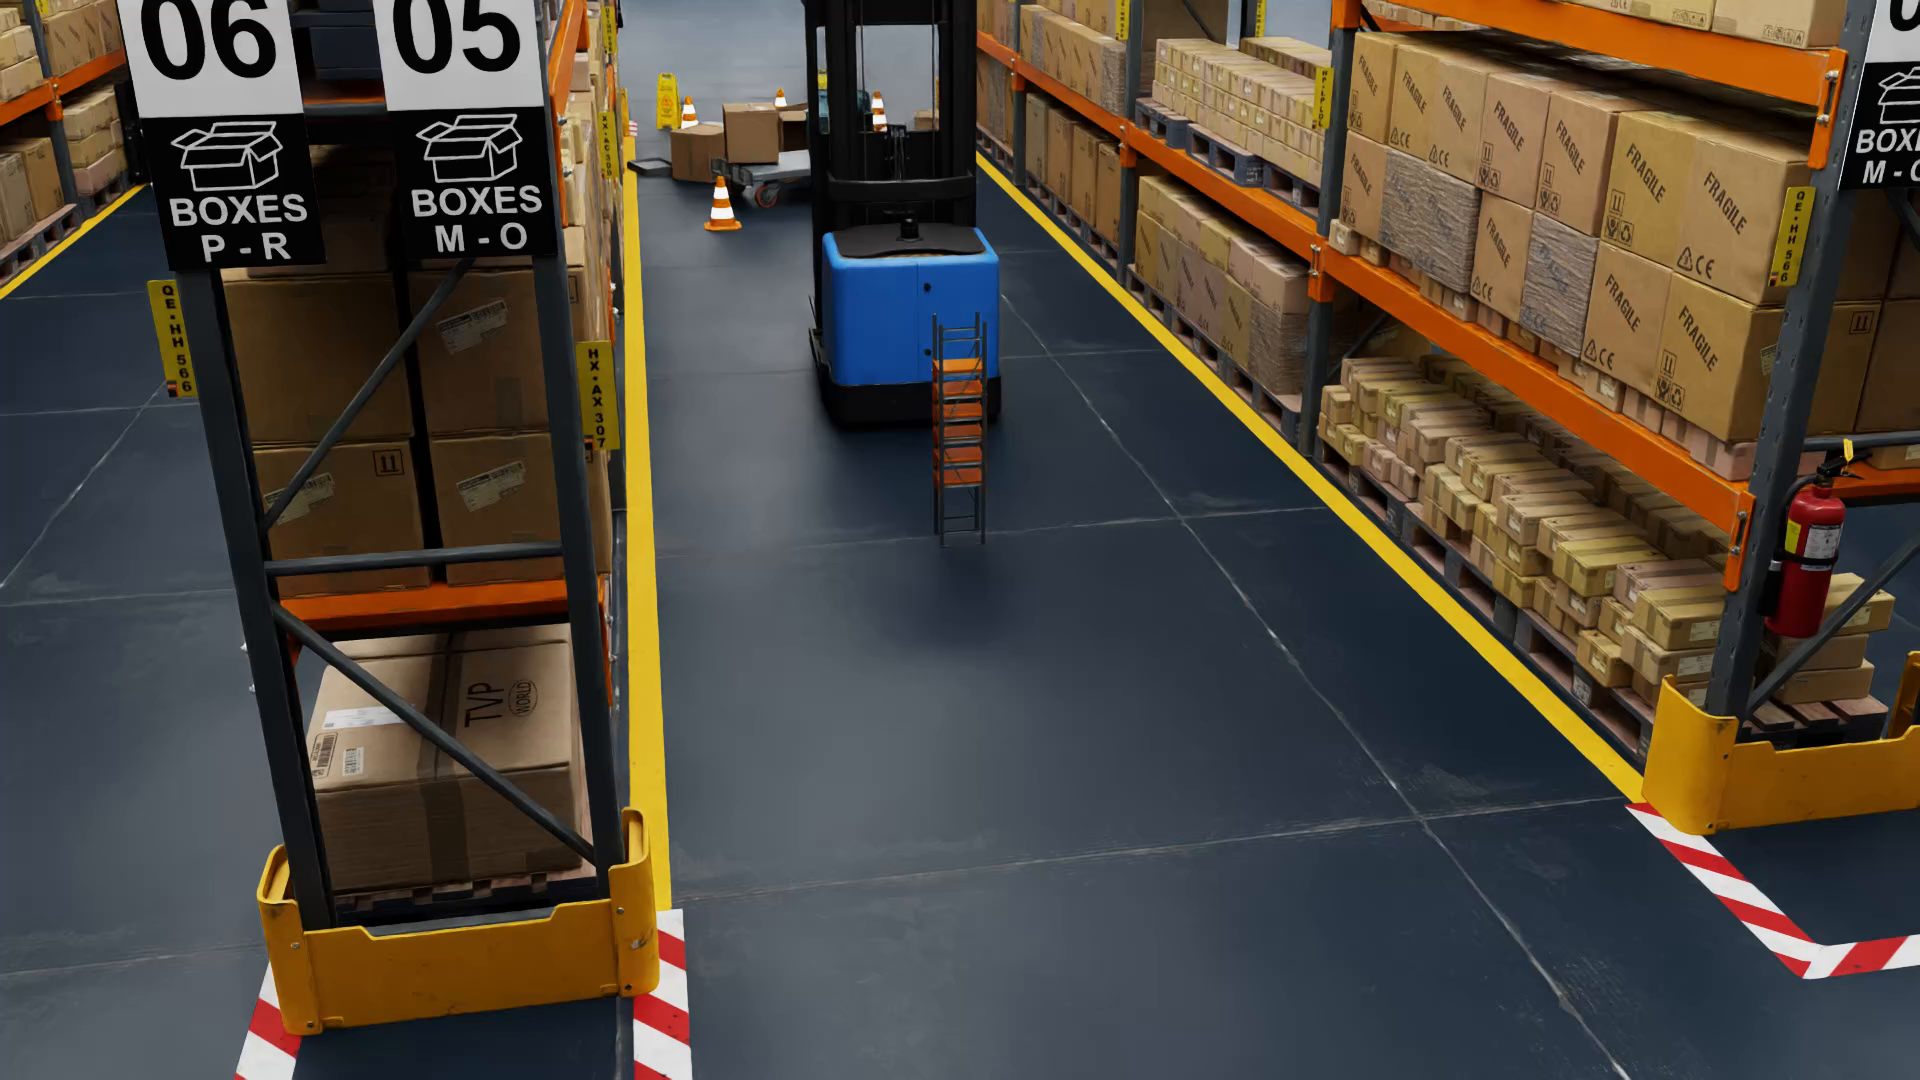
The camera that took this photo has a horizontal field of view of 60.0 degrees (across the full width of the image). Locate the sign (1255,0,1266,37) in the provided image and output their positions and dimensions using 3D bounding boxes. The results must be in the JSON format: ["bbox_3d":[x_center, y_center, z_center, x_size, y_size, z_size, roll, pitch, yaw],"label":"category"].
[{"bbox_3d":[2.315,-4.031,12.883,0.100,0.325,0.005,-4,24,-10],"label":"sign"}]

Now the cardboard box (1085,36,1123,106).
[{"bbox_3d":[1.345,-3.892,13.788,0.500,0.500,0.500,-4,24,-10],"label":"cardboard box"}]

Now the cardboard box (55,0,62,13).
[{"bbox_3d":[-8.605,-4.981,15.471,0.380,0.149,0.250,-4,24,-10],"label":"cardboard box"}]

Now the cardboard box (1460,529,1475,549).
[{"bbox_3d":[2.678,-0.033,8.115,0.380,0.149,0.250,-4,24,-8],"label":"cardboard box"}]

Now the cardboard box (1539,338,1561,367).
[{"bbox_3d":[2.773,-0.851,7.265,0.380,0.149,0.250,-5,24,-12],"label":"cardboard box"}]

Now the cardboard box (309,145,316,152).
[{"bbox_3d":[-2.136,-1.365,5.943,0.380,0.149,0.250,-4,24,-8],"label":"cardboard box"}]

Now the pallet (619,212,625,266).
[{"bbox_3d":[-3.428,-2.595,14.427,1.003,0.211,1.213,-4,24,-10],"label":"pallet"}]

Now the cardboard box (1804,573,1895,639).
[{"bbox_3d":[3.500,0.264,6.691,0.380,0.149,0.250,-5,24,-12],"label":"cardboard box"}]

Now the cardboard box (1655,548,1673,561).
[{"bbox_3d":[3.350,0.096,7.447,0.380,0.149,0.250,-4,24,-8],"label":"cardboard box"}]

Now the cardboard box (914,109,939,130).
[{"bbox_3d":[-0.252,-4.456,18.325,0.500,0.500,0.500,0,24,-1],"label":"cardboard box"}]

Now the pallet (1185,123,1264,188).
[{"bbox_3d":[2.190,-2.629,11.261,1.003,0.211,1.213,-4,24,-10],"label":"pallet"}]

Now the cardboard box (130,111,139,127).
[{"bbox_3d":[-8.735,-4.261,17.044,0.500,0.250,0.500,-4,24,-10],"label":"cardboard box"}]

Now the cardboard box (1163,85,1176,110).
[{"bbox_3d":[1.717,-3.273,12.286,0.380,0.149,0.250,-3,24,-7],"label":"cardboard box"}]

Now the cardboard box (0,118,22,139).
[{"bbox_3d":[-8.961,-3.861,15.503,0.500,0.250,0.500,-4,24,-9],"label":"cardboard box"}]

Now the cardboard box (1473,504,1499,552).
[{"bbox_3d":[2.649,-0.064,7.814,0.380,0.149,0.250,-3,24,-7],"label":"cardboard box"}]

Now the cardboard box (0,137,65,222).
[{"bbox_3d":[-8.572,-3.191,14.750,0.875,0.625,0.625,-3,24,-7],"label":"cardboard box"}]

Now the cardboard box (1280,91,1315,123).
[{"bbox_3d":[2.161,-2.620,10.047,0.380,0.149,0.250,-5,24,-11],"label":"cardboard box"}]

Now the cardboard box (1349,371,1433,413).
[{"bbox_3d":[2.376,-0.814,9.160,0.380,0.149,0.250,-3,24,-7],"label":"cardboard box"}]

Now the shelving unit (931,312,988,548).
[{"bbox_3d":[-0.003,-0.556,8.523,0.258,1.200,0.189,-4,24,-10],"label":"shelving unit"}]

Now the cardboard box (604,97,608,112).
[{"bbox_3d":[-2.510,-2.674,10.687,0.500,0.250,0.500,-5,24,-11],"label":"cardboard box"}]

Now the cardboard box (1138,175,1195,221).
[{"bbox_3d":[1.673,-2.594,12.603,0.500,0.250,0.500,-5,24,-12],"label":"cardboard box"}]

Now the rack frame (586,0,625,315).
[{"bbox_3d":[-3.063,-3.086,12.069,1.000,3.000,0.127,-4,24,-10],"label":"rack frame"}]

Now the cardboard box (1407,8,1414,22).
[{"bbox_3d":[5.374,-6.036,19.136,0.380,0.149,0.250,-4,24,-10],"label":"cardboard box"}]

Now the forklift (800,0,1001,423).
[{"bbox_3d":[-0.473,-2.622,11.092,1.130,2.935,3.031,-3,24,-8],"label":"forklift"}]

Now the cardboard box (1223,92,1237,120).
[{"bbox_3d":[1.969,-2.889,11.034,0.380,0.149,0.250,-3,24,-8],"label":"cardboard box"}]

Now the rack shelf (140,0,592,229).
[{"bbox_3d":[-1.953,-1.771,6.209,1.077,0.370,4.000,-4,24,-10],"label":"rack shelf"}]

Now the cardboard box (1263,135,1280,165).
[{"bbox_3d":[2.116,-2.437,10.371,0.380,0.149,0.250,-6,24,-12],"label":"cardboard box"}]

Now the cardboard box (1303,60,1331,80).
[{"bbox_3d":[2.561,-3.175,11.317,0.380,0.149,0.250,-3,24,-7],"label":"cardboard box"}]

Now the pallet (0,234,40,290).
[{"bbox_3d":[-8.276,-2.245,13.627,1.003,0.211,1.213,-4,24,-10],"label":"pallet"}]

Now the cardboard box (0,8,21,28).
[{"bbox_3d":[-8.398,-4.516,14.407,0.380,0.149,0.250,-3,24,-8],"label":"cardboard box"}]

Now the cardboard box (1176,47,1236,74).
[{"bbox_3d":[1.772,-3.444,11.934,0.380,0.149,0.250,-4,24,-10],"label":"cardboard box"}]

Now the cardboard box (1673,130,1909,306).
[{"bbox_3d":[2.934,-1.148,5.884,0.500,0.500,0.500,-5,24,-11],"label":"cardboard box"}]

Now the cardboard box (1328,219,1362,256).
[{"bbox_3d":[2.254,-1.668,9.136,0.380,0.149,0.250,-3,24,-8],"label":"cardboard box"}]

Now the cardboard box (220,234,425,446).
[{"bbox_3d":[-1.906,-0.616,5.038,0.500,0.500,0.500,-4,24,-8],"label":"cardboard box"}]

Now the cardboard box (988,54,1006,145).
[{"bbox_3d":[0.826,-4.891,18.332,0.875,0.875,0.875,-4,24,-9],"label":"cardboard box"}]

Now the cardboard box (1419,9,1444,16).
[{"bbox_3d":[5.665,-6.145,18.576,0.875,0.500,0.500,-4,24,-10],"label":"cardboard box"}]

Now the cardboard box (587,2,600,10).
[{"bbox_3d":[-2.710,-3.406,11.427,0.500,0.500,0.500,-5,24,-11],"label":"cardboard box"}]

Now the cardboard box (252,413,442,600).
[{"bbox_3d":[-1.933,-0.156,5.234,0.500,0.500,0.500,-4,24,-9],"label":"cardboard box"}]

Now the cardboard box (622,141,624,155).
[{"bbox_3d":[-3.756,-4.053,17.194,0.500,0.250,0.500,-3,24,-7],"label":"cardboard box"}]

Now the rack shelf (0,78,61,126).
[{"bbox_3d":[-8.310,-3.174,13.170,1.077,0.370,4.000,-4,24,-10],"label":"rack shelf"}]

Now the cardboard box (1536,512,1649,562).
[{"bbox_3d":[2.767,0.004,7.287,0.380,0.149,0.250,-5,24,-12],"label":"cardboard box"}]

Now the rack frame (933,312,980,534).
[{"bbox_3d":[-0.020,-0.592,8.605,0.240,1.200,0.006,-4,24,-10],"label":"rack frame"}]

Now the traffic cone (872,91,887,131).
[{"bbox_3d":[-0.993,-5.163,19.992,0.336,0.463,0.334,-4,24,-10],"label":"traffic cone"}]

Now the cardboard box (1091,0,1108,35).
[{"bbox_3d":[1.518,-4.574,14.101,0.700,0.500,0.500,-5,24,-11],"label":"cardboard box"}]

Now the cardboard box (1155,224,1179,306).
[{"bbox_3d":[1.760,-2.045,12.282,0.500,0.500,0.500,-4,24,-9],"label":"cardboard box"}]

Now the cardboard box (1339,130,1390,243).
[{"bbox_3d":[2.367,-1.888,8.828,0.500,0.500,0.500,-5,24,-11],"label":"cardboard box"}]

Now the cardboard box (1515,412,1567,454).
[{"bbox_3d":[3.096,-0.555,8.566,0.380,0.149,0.250,-5,24,-12],"label":"cardboard box"}]

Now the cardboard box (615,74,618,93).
[{"bbox_3d":[-3.610,-4.539,16.557,0.380,0.149,0.250,-4,24,-9],"label":"cardboard box"}]

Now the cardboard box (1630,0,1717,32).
[{"bbox_3d":[2.817,-2.011,6.047,0.500,0.250,0.500,-4,24,-10],"label":"cardboard box"}]

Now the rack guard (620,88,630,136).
[{"bbox_3d":[-4.528,-5.058,19.706,1.175,0.500,0.348,-4,24,-10],"label":"rack guard"}]
